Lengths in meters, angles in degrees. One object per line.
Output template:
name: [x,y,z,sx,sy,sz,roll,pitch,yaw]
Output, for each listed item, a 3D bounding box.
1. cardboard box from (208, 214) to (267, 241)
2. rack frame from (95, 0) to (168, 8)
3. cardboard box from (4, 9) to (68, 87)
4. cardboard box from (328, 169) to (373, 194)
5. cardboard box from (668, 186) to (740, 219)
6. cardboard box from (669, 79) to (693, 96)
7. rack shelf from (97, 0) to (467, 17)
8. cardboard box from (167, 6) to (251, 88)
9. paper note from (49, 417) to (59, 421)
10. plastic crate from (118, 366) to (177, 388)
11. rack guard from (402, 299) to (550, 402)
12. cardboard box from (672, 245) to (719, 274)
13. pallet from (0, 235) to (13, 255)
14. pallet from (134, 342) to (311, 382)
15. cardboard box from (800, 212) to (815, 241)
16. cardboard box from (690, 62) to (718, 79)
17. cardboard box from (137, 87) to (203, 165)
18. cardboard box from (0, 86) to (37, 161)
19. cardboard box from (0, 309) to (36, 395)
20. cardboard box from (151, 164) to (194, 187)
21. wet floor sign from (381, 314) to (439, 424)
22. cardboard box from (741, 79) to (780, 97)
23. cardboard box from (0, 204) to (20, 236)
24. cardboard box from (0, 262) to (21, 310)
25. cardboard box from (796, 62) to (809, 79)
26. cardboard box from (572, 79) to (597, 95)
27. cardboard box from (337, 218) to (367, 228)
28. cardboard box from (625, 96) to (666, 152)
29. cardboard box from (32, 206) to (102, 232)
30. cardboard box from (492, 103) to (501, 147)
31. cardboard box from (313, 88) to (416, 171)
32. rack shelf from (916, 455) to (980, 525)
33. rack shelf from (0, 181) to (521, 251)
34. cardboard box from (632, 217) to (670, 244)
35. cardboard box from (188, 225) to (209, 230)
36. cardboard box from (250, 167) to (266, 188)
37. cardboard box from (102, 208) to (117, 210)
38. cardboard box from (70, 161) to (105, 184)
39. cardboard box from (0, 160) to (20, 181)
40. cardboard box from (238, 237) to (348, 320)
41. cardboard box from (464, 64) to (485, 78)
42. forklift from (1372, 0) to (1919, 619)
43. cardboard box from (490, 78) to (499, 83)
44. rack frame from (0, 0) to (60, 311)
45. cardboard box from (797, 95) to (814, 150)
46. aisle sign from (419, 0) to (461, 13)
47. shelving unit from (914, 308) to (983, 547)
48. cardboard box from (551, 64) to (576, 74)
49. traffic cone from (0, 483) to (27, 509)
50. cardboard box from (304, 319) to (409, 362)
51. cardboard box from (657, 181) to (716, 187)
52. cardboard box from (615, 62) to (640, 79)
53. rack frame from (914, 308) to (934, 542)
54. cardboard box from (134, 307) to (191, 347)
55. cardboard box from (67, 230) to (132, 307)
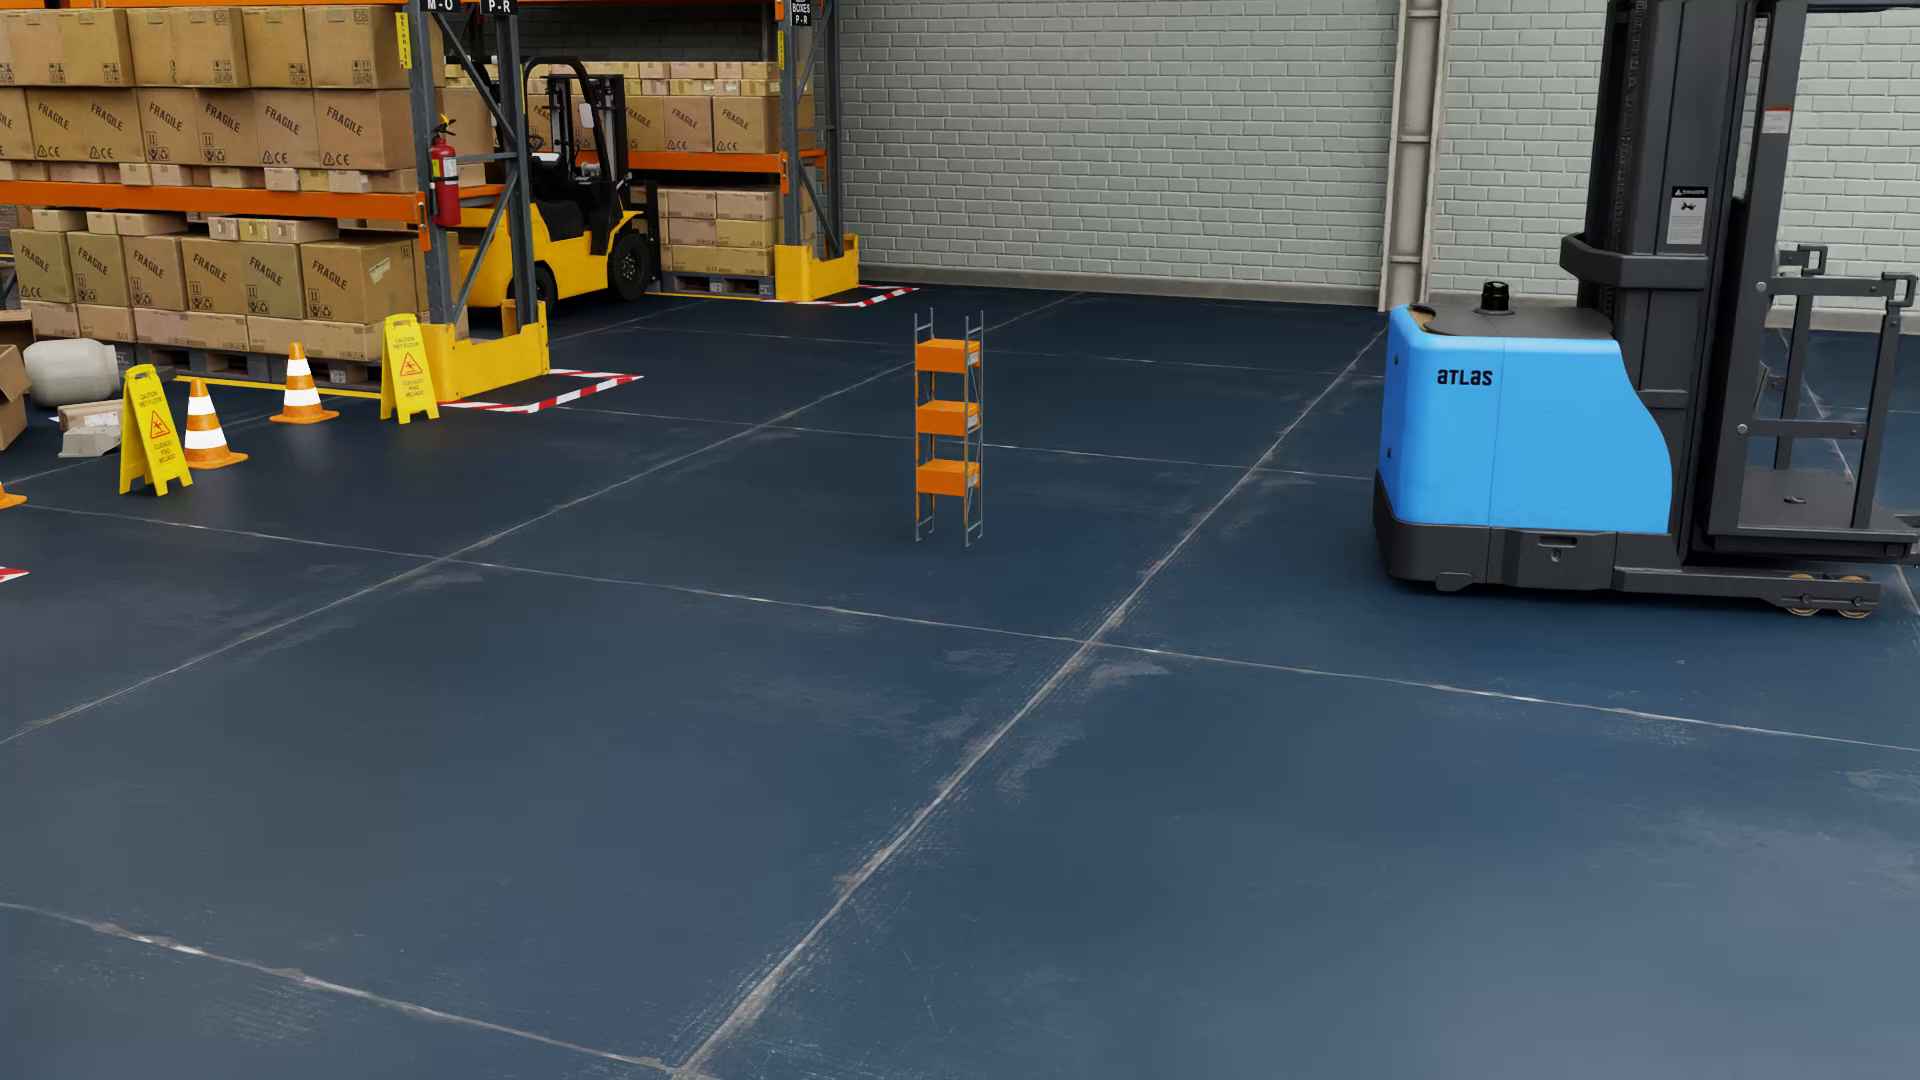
cardboard box: [-4.862,-2.129,11.296,0.250,0.149,0.380,7,18,23]
rack frame: [-8.802,-4.594,18.116,0.127,3.000,1.000,6,17,21]
cardboard box: [-6.102,-3.409,11.528,0.500,0.500,0.700,6,17,21]
cardboard box: [-3.881,-2.347,10.828,0.250,0.149,0.380,6,17,20]
cardboard box: [-2.380,-3.153,15.541,0.500,0.250,0.500,7,17,22]
cardboard box: [-2.479,-4.187,15.372,0.250,0.149,0.380,6,17,20]
rack shelf: [-6.942,-5.484,17.094,4.000,0.370,1.077,6,17,21]
cardboard box: [-4.713,-3.233,10.925,0.500,0.500,0.700,6,17,20]
paper note: [-5.523,-0.762,10.265,0.142,0.019,0.148,14,21,40]
plastic crate: [-5.739,-1.121,11.393,0.583,0.080,0.402,0,16,1]
rack guard: [-3.249,-1.295,11.237,0.348,0.500,1.175,6,17,21]
cardboard box: [-2.372,-2.676,15.689,0.500,0.250,0.500,6,17,21]
pallet: [-10.614,-3.466,19.233,1.213,0.211,1.003,6,17,21]
pallet: [-5.122,-1.374,12.027,1.213,0.211,1.003,6,17,21]
cardboard box: [-1.721,-2.998,15.904,0.500,0.250,0.500,7,17,22]
cardboard box: [-2.265,-4.296,15.217,0.250,0.149,0.380,7,17,22]
cardboard box: [-5.177,-2.824,11.307,0.500,0.500,0.500,6,17,21]
cardboard box: [-6.592,-2.970,11.812,0.500,0.500,0.500,6,17,20]
cardboard box: [-6.401,-1.235,11.026,0.500,0.500,0.500,-9,18,-27]
cardboard box: [-5.292,-2.509,11.386,0.250,0.149,0.380,6,17,20]
wet floor sign: [-3.394,-1.060,10.167,0.232,0.644,0.267,14,21,40]
cardboard box: [-1.785,-4.098,15.065,0.250,0.149,0.380,7,17,21]
cardboard box: [-10.714,-3.737,18.897,0.500,0.500,0.500,6,17,19]
cardboard box: [-7.388,-1.889,12.762,0.625,0.372,0.950,7,17,21]
cardboard box: [-1.594,-4.367,15.461,0.250,0.149,0.380,6,17,20]
cardboard box: [-3.450,-4.280,15.693,0.250,0.149,0.380,6,17,19]
cardboard box: [-6.290,-3.377,17.434,0.625,0.625,0.875,6,17,20]
cardboard box: [-2.870,-3.913,15.594,0.500,0.500,0.500,6,17,20]
cardboard box: [-6.355,-2.291,11.854,0.250,0.149,0.380,7,17,21]
cardboard box: [-4.273,-4.070,16.135,0.500,0.500,0.500,7,17,22]
cardboard box: [-3.784,-2.662,10.751,0.500,0.500,0.500,6,17,20]
rack shelf: [-0.050,-0.233,7.627,0.240,0.259,0.215,6,17,21]
rack shelf: [-5.038,-2.347,11.667,4.000,0.370,1.077,6,17,21]
cardboard box: [-2.878,-2.967,15.794,0.500,0.250,0.500,6,17,19]
cardboard box: [-5.301,-2.044,12.166,0.500,0.500,0.500,7,18,24]
cardboard box: [-4.549,-2.460,11.217,0.250,0.149,0.380,7,17,21]
cardboard box: [-9.274,-3.582,18.363,0.500,0.500,0.500,7,18,22]
cardboard box: [-5.994,-2.595,11.681,0.250,0.149,0.380,7,18,22]
cardboard box: [-6.724,-2.661,11.909,0.250,0.149,0.380,6,17,20]
cardboard box: [-4.506,-1.796,11.312,0.500,0.500,0.500,7,18,23]
cardboard box: [-4.610,-4.578,16.188,0.250,0.149,0.380,7,17,21]
forklift: [3.353,-1.255,6.740,3.031,2.935,1.130,3,16,9]
cardboard box: [-4.387,-4.398,16.099,0.250,0.149,0.380,6,17,21]
rack frame: [-6.899,-2.897,12.271,0.127,3.000,1.000,6,17,21]
cardboard box: [-1.719,-3.946,15.706,0.500,0.500,0.500,7,18,22]
aisle sign: [-3.227,-3.654,10.218,0.004,0.787,0.394,6,17,21]
shelving unit: [-0.050,-0.510,7.546,0.252,1.050,0.215,6,17,21]
cardboard box: [-3.666,-4.466,15.801,0.250,0.149,0.380,6,17,20]
traffic cone: [-4.873,-0.398,8.213,0.334,0.463,0.336,6,17,21]
cardboard box: [-4.051,-1.384,11.240,0.500,0.250,0.500,6,17,20]
cardboard box: [-2.665,-3.339,16.180,0.500,0.250,0.500,6,17,20]
cardboard box: [-2.995,-4.364,15.450,0.250,0.149,0.380,7,17,22]
rack frame: [-0.163,-0.522,7.589,0.008,1.050,0.200,6,17,21]
cardboard box: [-5.454,-1.542,11.784,0.500,0.250,0.500,6,17,20]
cardboard box: [-5.947,-1.956,11.864,0.500,0.500,0.500,7,18,23]
